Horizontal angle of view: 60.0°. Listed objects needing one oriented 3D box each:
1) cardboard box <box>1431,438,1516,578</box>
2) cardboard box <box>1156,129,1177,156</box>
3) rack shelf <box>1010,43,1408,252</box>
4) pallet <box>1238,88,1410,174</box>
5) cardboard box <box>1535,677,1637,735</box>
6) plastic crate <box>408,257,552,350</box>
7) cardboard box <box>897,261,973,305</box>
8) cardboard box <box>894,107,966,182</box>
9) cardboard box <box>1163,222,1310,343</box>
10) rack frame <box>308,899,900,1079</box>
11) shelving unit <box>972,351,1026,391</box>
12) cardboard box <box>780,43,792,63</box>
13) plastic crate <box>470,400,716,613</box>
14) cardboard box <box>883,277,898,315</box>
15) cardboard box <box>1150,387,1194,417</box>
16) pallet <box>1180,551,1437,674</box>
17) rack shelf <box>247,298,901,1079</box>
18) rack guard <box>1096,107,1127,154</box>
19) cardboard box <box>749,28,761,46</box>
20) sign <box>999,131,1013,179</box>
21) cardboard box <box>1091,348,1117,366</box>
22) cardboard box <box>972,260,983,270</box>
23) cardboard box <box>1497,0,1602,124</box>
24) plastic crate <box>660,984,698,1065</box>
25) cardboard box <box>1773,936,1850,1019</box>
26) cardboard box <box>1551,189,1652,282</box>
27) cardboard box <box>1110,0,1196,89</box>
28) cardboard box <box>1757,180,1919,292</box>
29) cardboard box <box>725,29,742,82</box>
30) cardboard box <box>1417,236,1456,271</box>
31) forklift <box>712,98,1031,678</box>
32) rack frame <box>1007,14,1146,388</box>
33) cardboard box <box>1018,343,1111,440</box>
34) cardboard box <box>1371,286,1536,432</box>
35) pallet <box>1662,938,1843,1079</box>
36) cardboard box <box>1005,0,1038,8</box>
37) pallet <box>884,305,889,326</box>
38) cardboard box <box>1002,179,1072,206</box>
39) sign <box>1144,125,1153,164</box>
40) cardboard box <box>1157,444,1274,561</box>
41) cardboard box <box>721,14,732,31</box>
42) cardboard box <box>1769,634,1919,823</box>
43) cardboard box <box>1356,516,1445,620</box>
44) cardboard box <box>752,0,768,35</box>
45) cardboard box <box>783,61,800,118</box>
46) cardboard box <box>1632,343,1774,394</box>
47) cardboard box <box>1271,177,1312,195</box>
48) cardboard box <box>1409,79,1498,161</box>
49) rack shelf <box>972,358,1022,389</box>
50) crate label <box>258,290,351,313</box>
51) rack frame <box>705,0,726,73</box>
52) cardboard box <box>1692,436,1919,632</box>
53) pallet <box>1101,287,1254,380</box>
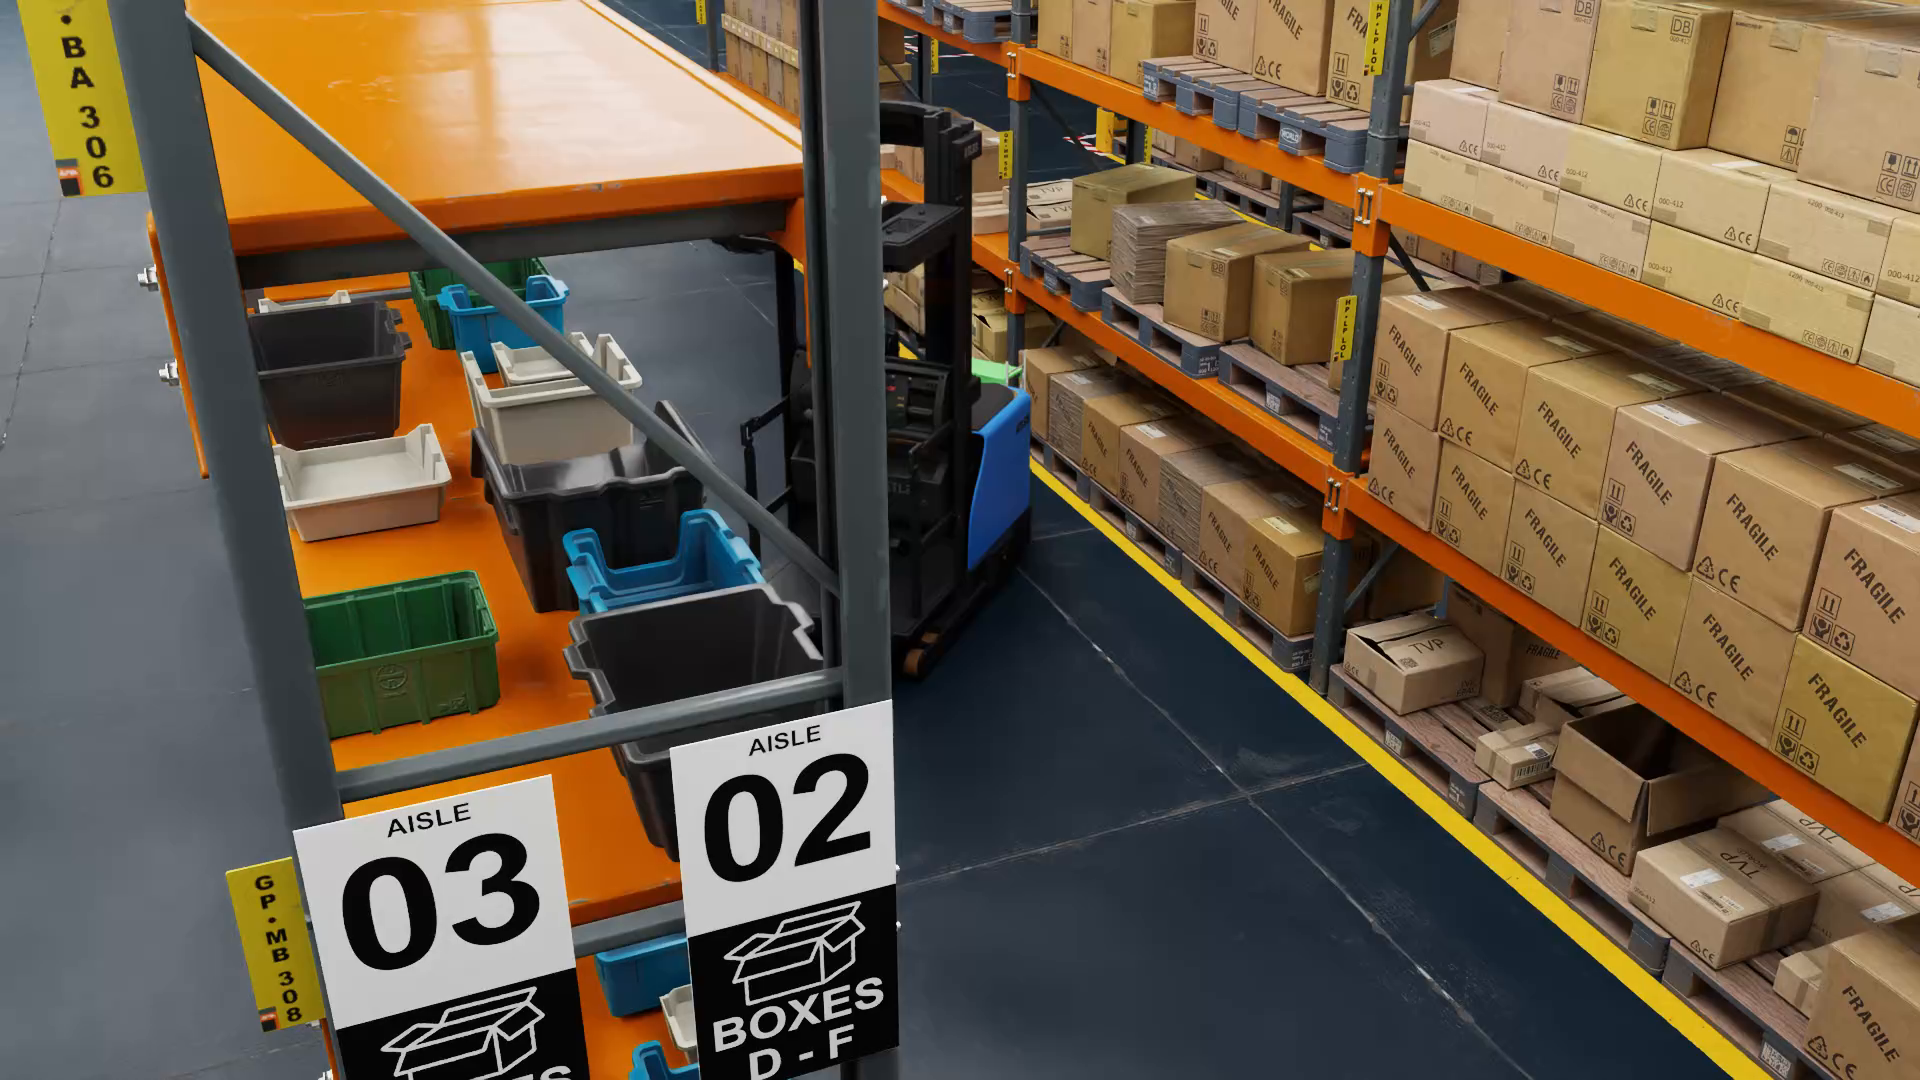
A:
[{"bbox_3d":[2.543,-0.194,7.614,0.500,0.500,0.500,-10,28,-20],"label":"cardboard box"},{"bbox_3d":[2.660,-4.769,19.662,0.500,0.311,0.500,-8,27,-16],"label":"cardboard box"},{"bbox_3d":[1.608,-2.440,9.729,1.077,0.370,4.000,-11,28,-21],"label":"rack shelf"},{"bbox_3d":[2.200,-2.146,8.523,1.213,0.211,1.003,-11,28,-21],"label":"pallet"},{"bbox_3d":[3.169,0.887,8.078,0.500,0.311,0.500,-11,28,-21],"label":"cardboard box"},{"bbox_3d":[-1.724,-0.892,5.980,0.450,0.188,0.662,-11,28,-21],"label":"plastic crate"},{"bbox_3d":[-0.206,-2.212,13.878,0.500,0.311,0.500,-10,28,-19],"label":"cardboard box"},{"bbox_3d":[-0.250,-3.357,14.092,0.500,0.500,0.500,-9,27,-17],"label":"cardboard box"},{"bbox_3d":[1.642,-1.544,9.901,0.700,0.500,0.500,-19,32,-33],"label":"cardboard box"},{"bbox_3d":[-0.602,1.857,3.528,1.000,3.000,0.127,-11,28,-21],"label":"rack frame"},{"bbox_3d":[0.140,-0.661,10.737,0.503,1.200,0.258,15,30,28],"label":"shelving unit"},{"bbox_3d":[-1.541,-4.759,16.226,0.380,0.149,0.250,-10,28,-19],"label":"cardboard box"},{"bbox_3d":[-0.947,-0.127,4.244,0.504,0.338,0.767,-11,28,-21],"label":"plastic crate"},{"bbox_3d":[-0.408,-2.170,14.430,0.500,0.250,0.500,-11,28,-22],"label":"cardboard box"},{"bbox_3d":[1.609,-0.751,11.216,0.500,0.500,0.500,-12,28,-22],"label":"cardboard box"},{"bbox_3d":[2.038,0.324,9.847,1.003,0.211,1.213,-11,28,-21],"label":"pallet"},{"bbox_3d":[-1.385,0.025,4.682,1.077,0.370,4.000,-11,28,-21],"label":"rack shelf"},{"bbox_3d":[2.278,-5.151,20.730,1.175,0.500,0.348,-11,28,-21],"label":"rack guard"},{"bbox_3d":[-1.947,-5.177,17.080,0.380,0.149,0.250,-12,28,-22],"label":"cardboard box"},{"bbox_3d":[0.315,-2.646,11.431,0.100,0.325,0.005,-11,28,-21],"label":"sign"},{"bbox_3d":[0.890,-1.437,12.930,0.500,0.250,0.500,-11,28,-21],"label":"cardboard box"},{"bbox_3d":[0.277,-2.314,14.086,0.500,0.311,0.500,-11,28,-21],"label":"cardboard box"},{"bbox_3d":[2.682,-2.034,6.824,0.700,0.500,0.500,-11,28,-21],"label":"cardboard box"},{"bbox_3d":[-0.711,1.375,4.748,0.250,0.136,0.298,-11,28,-21],"label":"plastic crate"},{"bbox_3d":[3.442,1.727,6.523,0.380,0.166,0.250,-11,28,-21],"label":"cardboard box"},{"bbox_3d":[2.740,-1.245,6.632,0.500,0.250,0.500,-11,28,-21],"label":"cardboard box"},{"bbox_3d":[1.430,-3.029,10.002,0.910,0.500,0.500,-11,28,-21],"label":"cardboard box"},{"bbox_3d":[3.133,-1.066,5.696,0.500,0.250,0.500,-11,28,-21],"label":"cardboard box"},{"bbox_3d":[-2.137,-5.306,18.085,0.700,0.500,0.500,-11,28,-21],"label":"cardboard box"},{"bbox_3d":[4.736,-2.855,15.526,0.700,0.500,0.500,-11,28,-21],"label":"cardboard box"},{"bbox_3d":[-0.590,-0.766,8.979,1.130,2.935,3.031,11,28,20],"label":"forklift"},{"bbox_3d":[0.825,-2.222,11.883,1.000,3.000,0.127,-11,28,-21],"label":"rack frame"},{"bbox_3d":[0.740,-1.064,11.858,0.500,0.500,0.500,-9,28,-18],"label":"cardboard box"},{"bbox_3d":[2.317,-0.863,7.846,0.500,0.500,0.500,-10,28,-19],"label":"cardboard box"},{"bbox_3d":[3.615,1.908,6.602,1.003,0.211,1.213,-11,28,-21],"label":"pallet"},{"bbox_3d":[0.595,-3.865,11.521,0.500,0.250,0.500,-13,29,-24],"label":"cardboard box"},{"bbox_3d":[-0.417,-2.293,15.207,1.003,0.211,1.213,-11,28,-21],"label":"pallet"},{"bbox_3d":[0.653,-2.577,12.710,0.500,0.311,0.500,-11,28,-21],"label":"cardboard box"},{"bbox_3d":[1.320,-2.804,11.845,0.100,0.325,0.005,-11,28,-21],"label":"sign"},{"bbox_3d":[1.552,-0.236,10.161,0.500,0.500,0.500,-10,28,-20],"label":"cardboard box"},{"bbox_3d":[-2.353,-5.593,17.933,0.380,0.149,0.250,-11,28,-21],"label":"cardboard box"},{"bbox_3d":[3.325,0.619,5.949,0.500,0.500,0.500,-10,28,-20],"label":"cardboard box"},{"bbox_3d":[2.426,0.081,9.513,0.500,0.500,0.500,-12,28,-23],"label":"cardboard box"},{"bbox_3d":[-1.708,-5.453,16.907,0.700,0.500,0.500,-10,28,-20],"label":"cardboard box"},{"bbox_3d":[-1.327,-4.475,16.383,0.700,0.500,0.500,-10,28,-20],"label":"cardboard box"},{"bbox_3d":[3.228,-0.532,7.168,0.500,0.500,0.500,-10,28,-20],"label":"cardboard box"},{"bbox_3d":[3.578,-3.825,17.894,0.380,0.166,0.250,-15,30,-27],"label":"cardboard box"},{"bbox_3d":[2.353,-1.874,7.351,0.500,0.250,0.500,-11,28,-21],"label":"cardboard box"},{"bbox_3d":[0.140,-1.035,10.554,0.480,0.148,0.258,15,30,28],"label":"rack shelf"},{"bbox_3d":[-2.242,-0.740,5.729,0.293,0.136,0.466,-11,28,-21],"label":"crate label"},{"bbox_3d":[-2.308,-5.452,18.498,1.000,3.000,0.127,-11,28,-21],"label":"rack frame"},{"bbox_3d":[3.124,-0.032,6.143,0.500,0.500,0.500,-10,28,-19],"label":"cardboard box"},{"bbox_3d":[1.590,-1.352,10.319,1.003,0.211,1.213,-11,28,-21],"label":"pallet"}]
